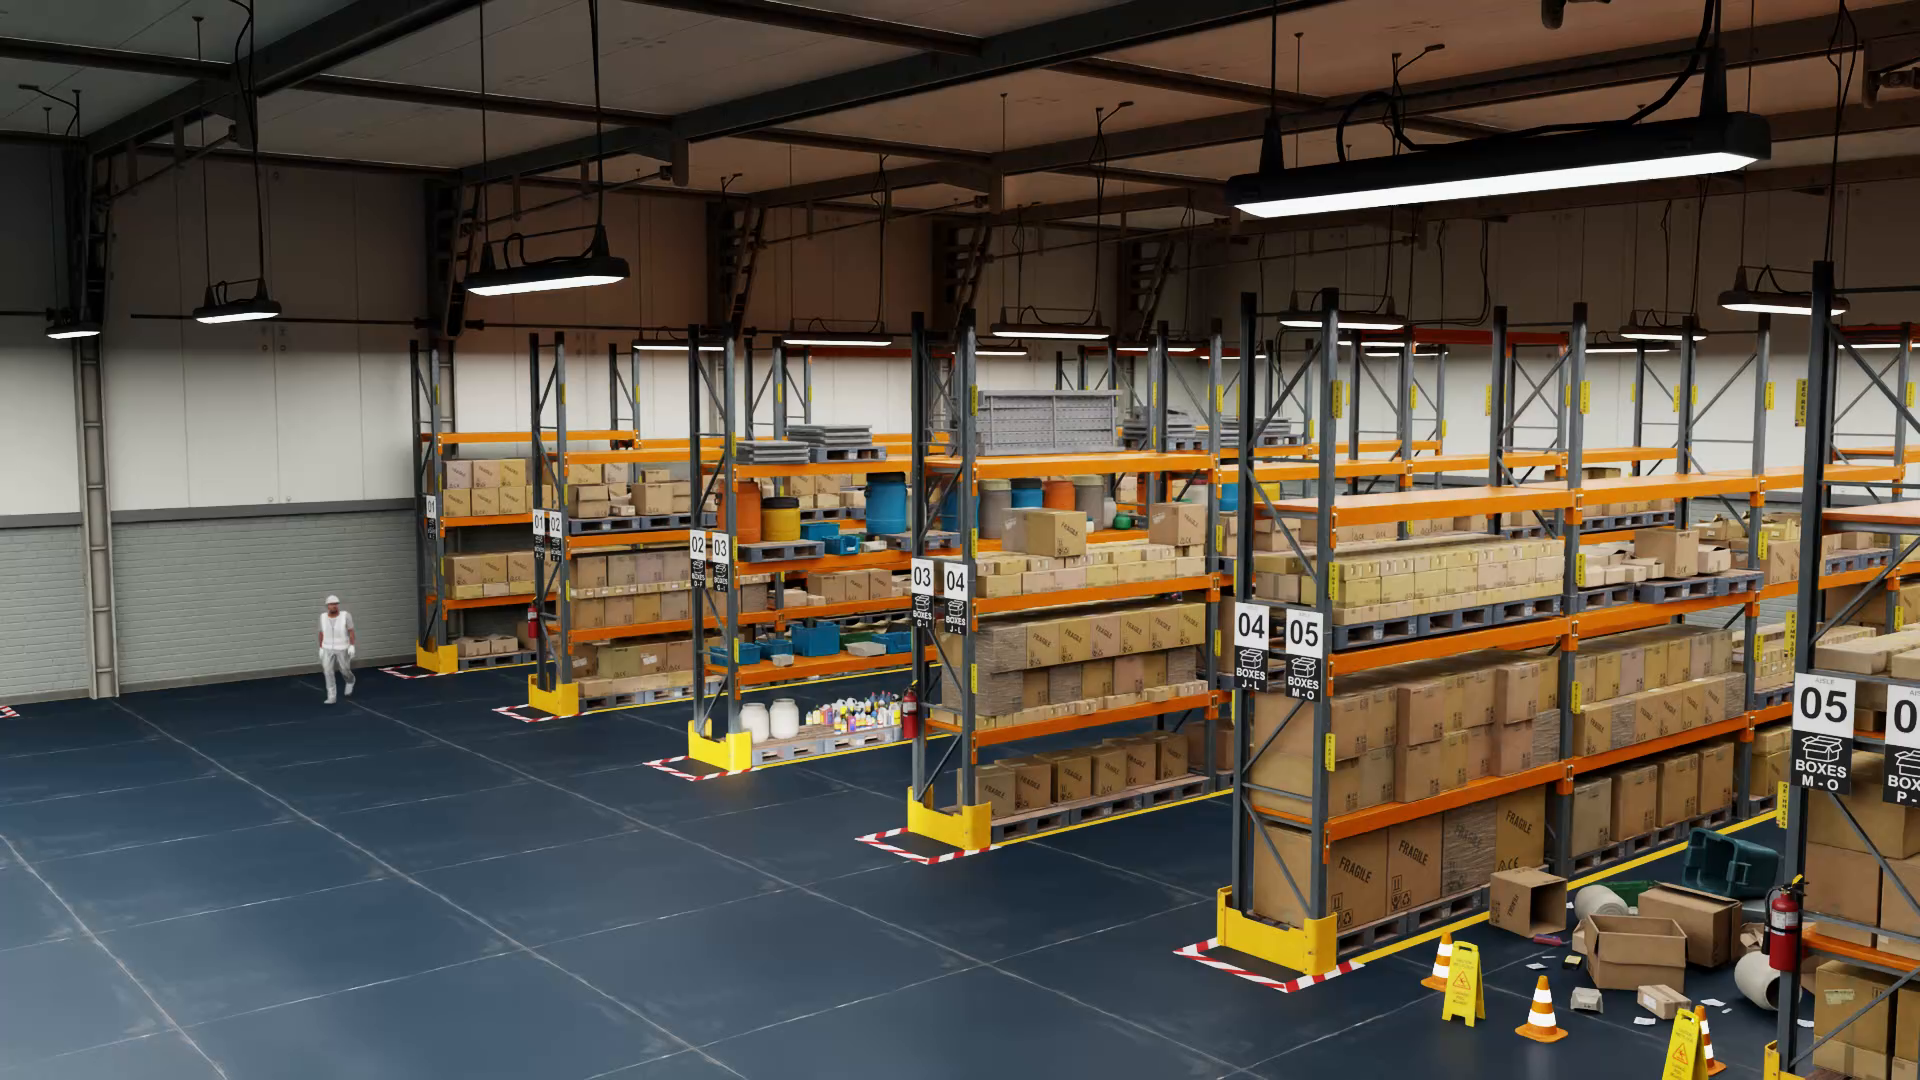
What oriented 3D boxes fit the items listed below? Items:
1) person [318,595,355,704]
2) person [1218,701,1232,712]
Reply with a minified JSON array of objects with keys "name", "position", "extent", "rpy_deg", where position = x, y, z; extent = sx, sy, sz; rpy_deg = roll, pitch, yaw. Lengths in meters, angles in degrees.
[{"name":"person","position":[-10.167,1.762,27.165],"extent":[0.577,1.755,0.876],"rpy_deg":[0,5,-3]},{"name":"person","position":[4.345,1.882,26.399],"extent":[0.575,1.768,0.410],"rpy_deg":[2,6,24]}]
